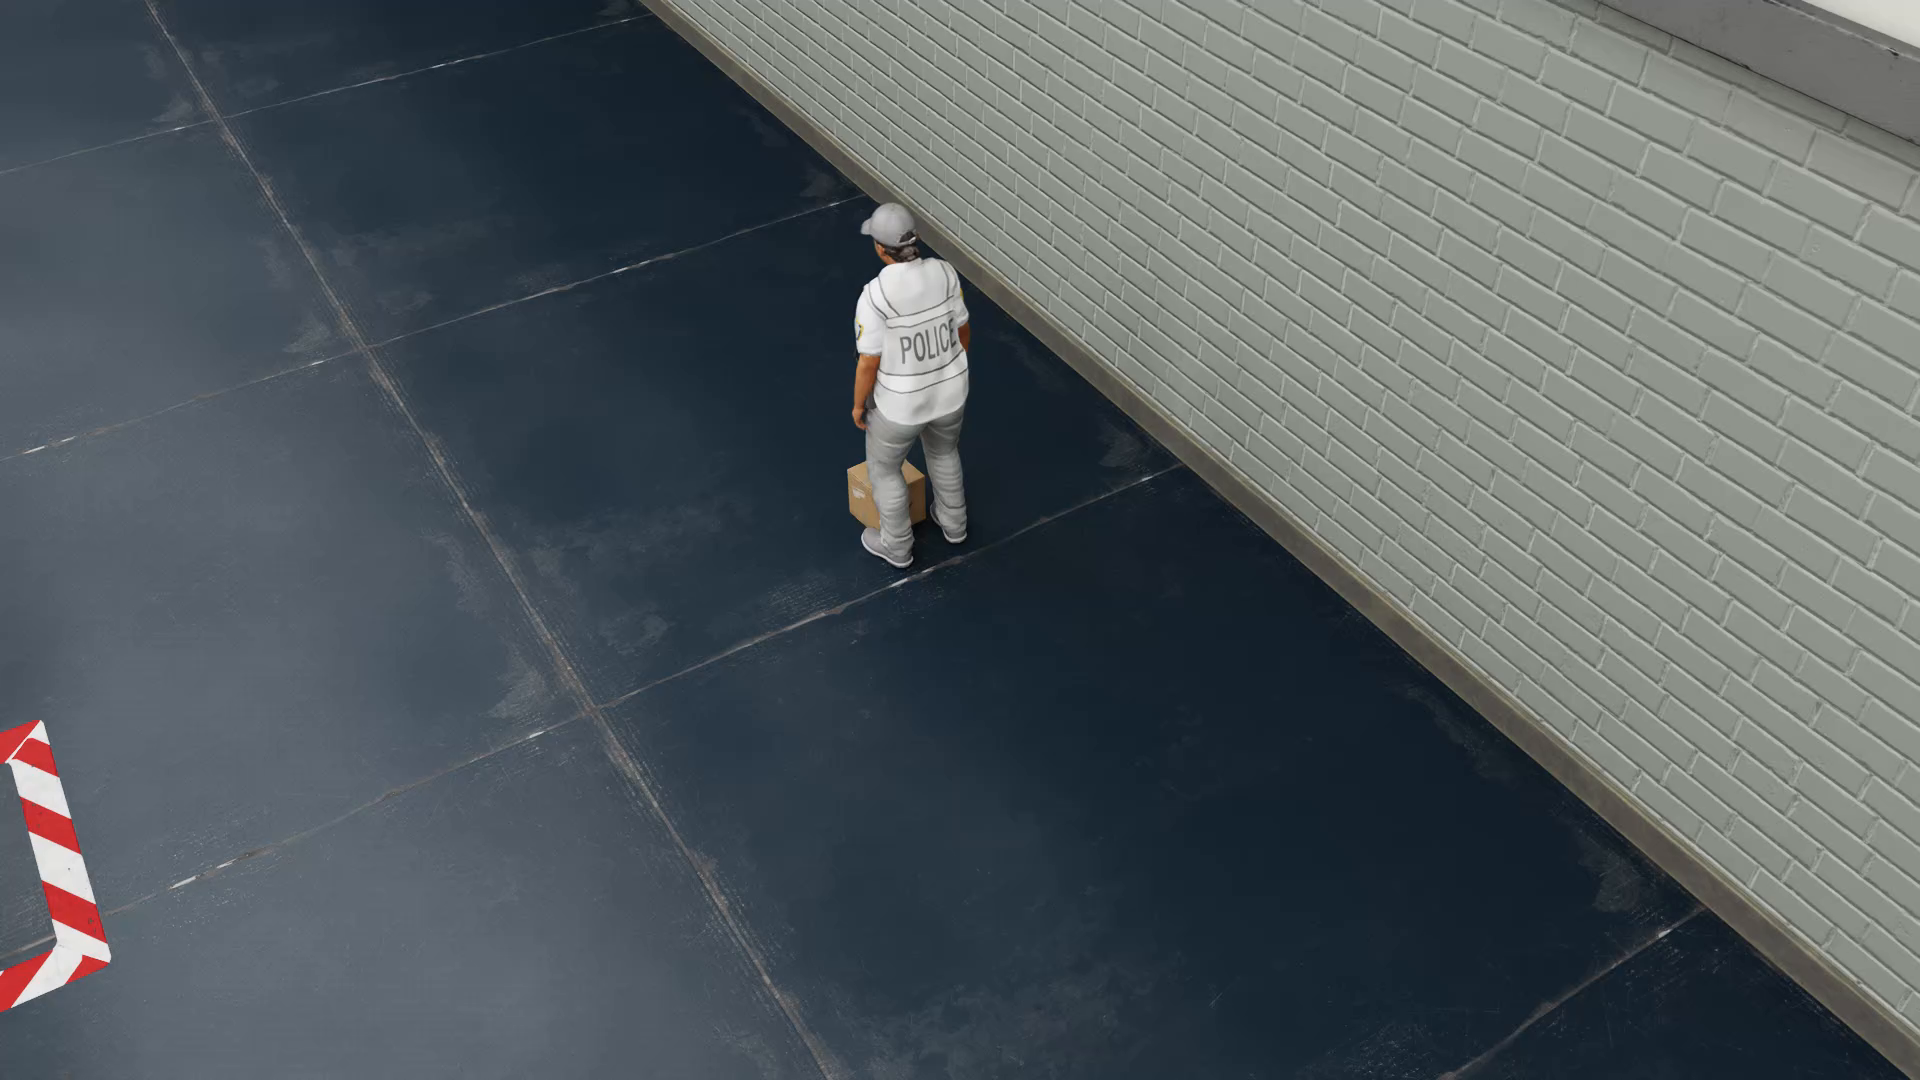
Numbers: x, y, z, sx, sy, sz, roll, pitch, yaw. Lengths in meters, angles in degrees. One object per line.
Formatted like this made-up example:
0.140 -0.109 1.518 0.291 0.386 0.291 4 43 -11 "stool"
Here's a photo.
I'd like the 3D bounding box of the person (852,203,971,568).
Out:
-0.203 -0.621 6.866 0.539 1.667 0.466 -22 46 -24 "person"
